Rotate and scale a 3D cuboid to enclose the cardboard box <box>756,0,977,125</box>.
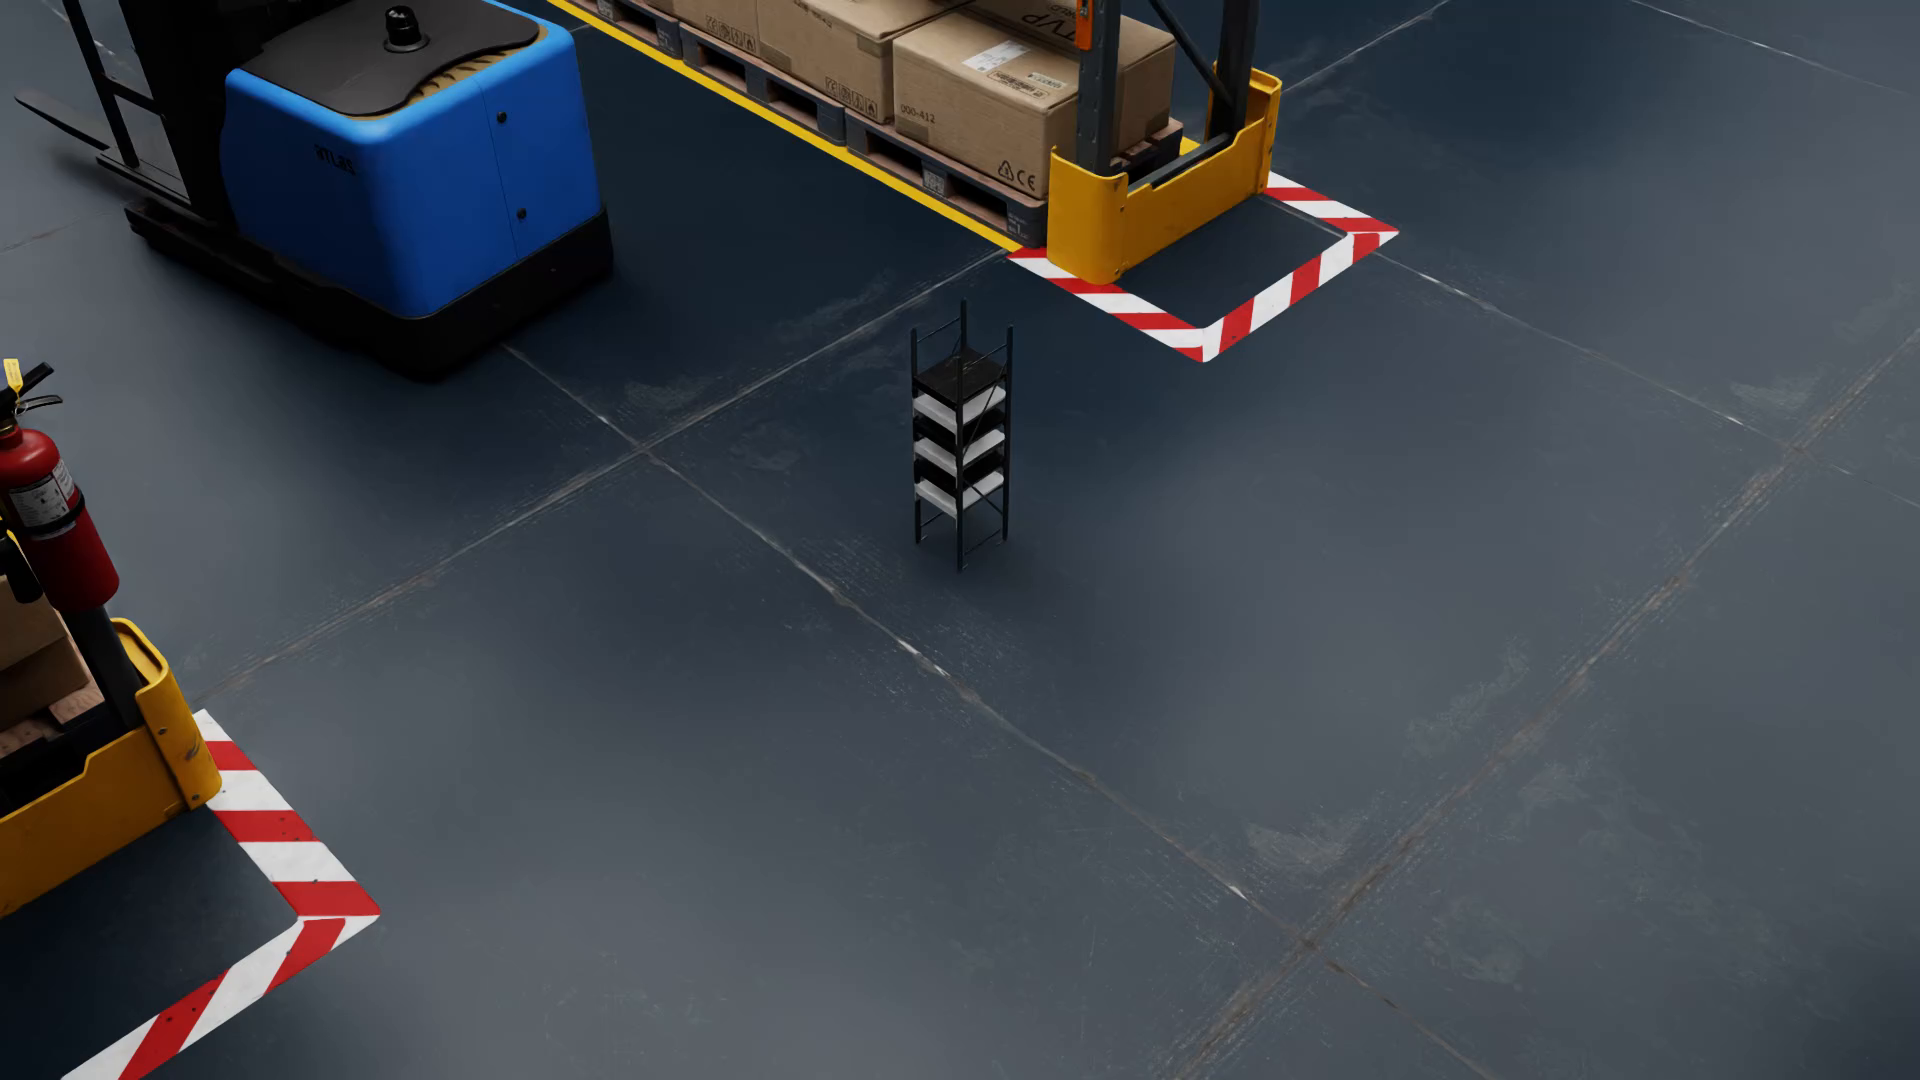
[{"bbox_3d":[-0.332,-2.430,7.748,0.875,0.438,0.875,-33,52,-30],"label":"cardboard box"}]

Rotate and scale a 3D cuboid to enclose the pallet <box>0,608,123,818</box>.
[{"bbox_3d":[-3.272,0.474,5.081,1.003,0.211,1.213,-34,53,-31],"label":"pallet"}]

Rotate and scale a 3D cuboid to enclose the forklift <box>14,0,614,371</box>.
[{"bbox_3d":[-2.928,-2.533,6.332,3.031,2.935,1.130,26,49,26],"label":"forklift"}]

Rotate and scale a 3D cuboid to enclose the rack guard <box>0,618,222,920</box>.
[{"bbox_3d":[-2.708,0.751,4.569,1.175,0.500,0.348,-34,53,-31],"label":"rack guard"}]

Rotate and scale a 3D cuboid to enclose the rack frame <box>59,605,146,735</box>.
[{"bbox_3d":[-2.655,-0.131,3.681,1.000,3.000,0.127,-34,53,-31],"label":"rack frame"}]

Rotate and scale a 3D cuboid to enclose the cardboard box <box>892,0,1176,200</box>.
[{"bbox_3d":[0.320,-1.994,7.276,0.875,0.438,0.875,32,52,30],"label":"cardboard box"}]

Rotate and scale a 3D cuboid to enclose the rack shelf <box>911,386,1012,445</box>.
[{"bbox_3d":[0.006,-0.434,5.341,0.258,0.077,0.200,-34,53,-31],"label":"rack shelf"}]

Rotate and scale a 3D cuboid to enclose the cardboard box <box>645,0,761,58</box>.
[{"bbox_3d":[-0.968,-2.864,8.217,0.875,0.438,0.875,33,52,30],"label":"cardboard box"}]

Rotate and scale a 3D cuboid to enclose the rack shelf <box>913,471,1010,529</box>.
[{"bbox_3d":[0.006,-0.170,5.585,0.258,0.077,0.200,-34,53,-31],"label":"rack shelf"}]

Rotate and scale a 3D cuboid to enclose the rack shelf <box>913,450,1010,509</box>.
[{"bbox_3d":[0.006,-0.236,5.524,0.258,0.077,0.200,-34,53,-31],"label":"rack shelf"}]

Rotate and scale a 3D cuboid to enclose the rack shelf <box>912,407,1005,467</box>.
[{"bbox_3d":[0.006,-0.368,5.402,0.258,0.077,0.200,-34,53,-31],"label":"rack shelf"}]

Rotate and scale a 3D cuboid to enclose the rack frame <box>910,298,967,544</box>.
[{"bbox_3d":[-0.066,-0.375,5.493,0.240,0.900,0.006,-34,53,-31],"label":"rack frame"}]

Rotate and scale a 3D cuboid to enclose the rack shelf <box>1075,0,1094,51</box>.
[{"bbox_3d":[-0.555,-3.208,7.542,1.077,0.370,4.000,-34,53,-31],"label":"rack shelf"}]

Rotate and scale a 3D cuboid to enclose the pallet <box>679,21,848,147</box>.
[{"bbox_3d":[-0.620,-2.420,8.214,1.003,0.211,1.213,-34,53,-31],"label":"pallet"}]

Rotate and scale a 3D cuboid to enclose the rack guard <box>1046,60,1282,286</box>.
[{"bbox_3d":[0.874,-1.582,7.094,1.175,0.500,0.348,-34,53,-31],"label":"rack guard"}]

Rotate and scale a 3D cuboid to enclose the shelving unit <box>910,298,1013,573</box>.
[{"bbox_3d":[0.006,-0.327,5.440,0.258,0.900,0.210,-34,53,-31],"label":"shelving unit"}]

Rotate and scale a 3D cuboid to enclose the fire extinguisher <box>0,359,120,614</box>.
[{"bbox_3d":[-2.224,-0.116,3.997,0.296,0.674,0.183,-34,53,-31],"label":"fire extinguisher"}]

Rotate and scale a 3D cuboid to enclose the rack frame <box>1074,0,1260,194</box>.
[{"bbox_3d":[0.857,-2.512,6.258,1.000,3.000,0.127,-34,53,-31],"label":"rack frame"}]

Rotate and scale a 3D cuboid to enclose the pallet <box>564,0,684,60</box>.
[{"bbox_3d":[-1.486,-3.007,8.848,1.003,0.211,1.213,-34,53,-31],"label":"pallet"}]

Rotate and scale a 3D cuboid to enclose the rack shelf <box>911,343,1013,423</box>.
[{"bbox_3d":[0.006,-0.500,5.280,0.258,0.077,0.200,-34,53,-31],"label":"rack shelf"}]

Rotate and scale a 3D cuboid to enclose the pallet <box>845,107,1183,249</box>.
[{"bbox_3d":[0.237,-1.834,7.579,1.003,0.211,1.213,-34,53,-31],"label":"pallet"}]

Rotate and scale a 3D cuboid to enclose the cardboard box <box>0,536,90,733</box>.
[{"bbox_3d":[-3.020,0.292,4.753,0.637,0.503,0.797,32,52,30],"label":"cardboard box"}]

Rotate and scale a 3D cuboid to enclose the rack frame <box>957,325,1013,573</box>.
[{"bbox_3d":[0.078,-0.278,5.388,0.240,0.900,0.006,-34,53,-31],"label":"rack frame"}]

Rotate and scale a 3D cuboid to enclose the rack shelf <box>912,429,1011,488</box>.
[{"bbox_3d":[0.006,-0.302,5.463,0.258,0.077,0.200,-34,53,-31],"label":"rack shelf"}]
